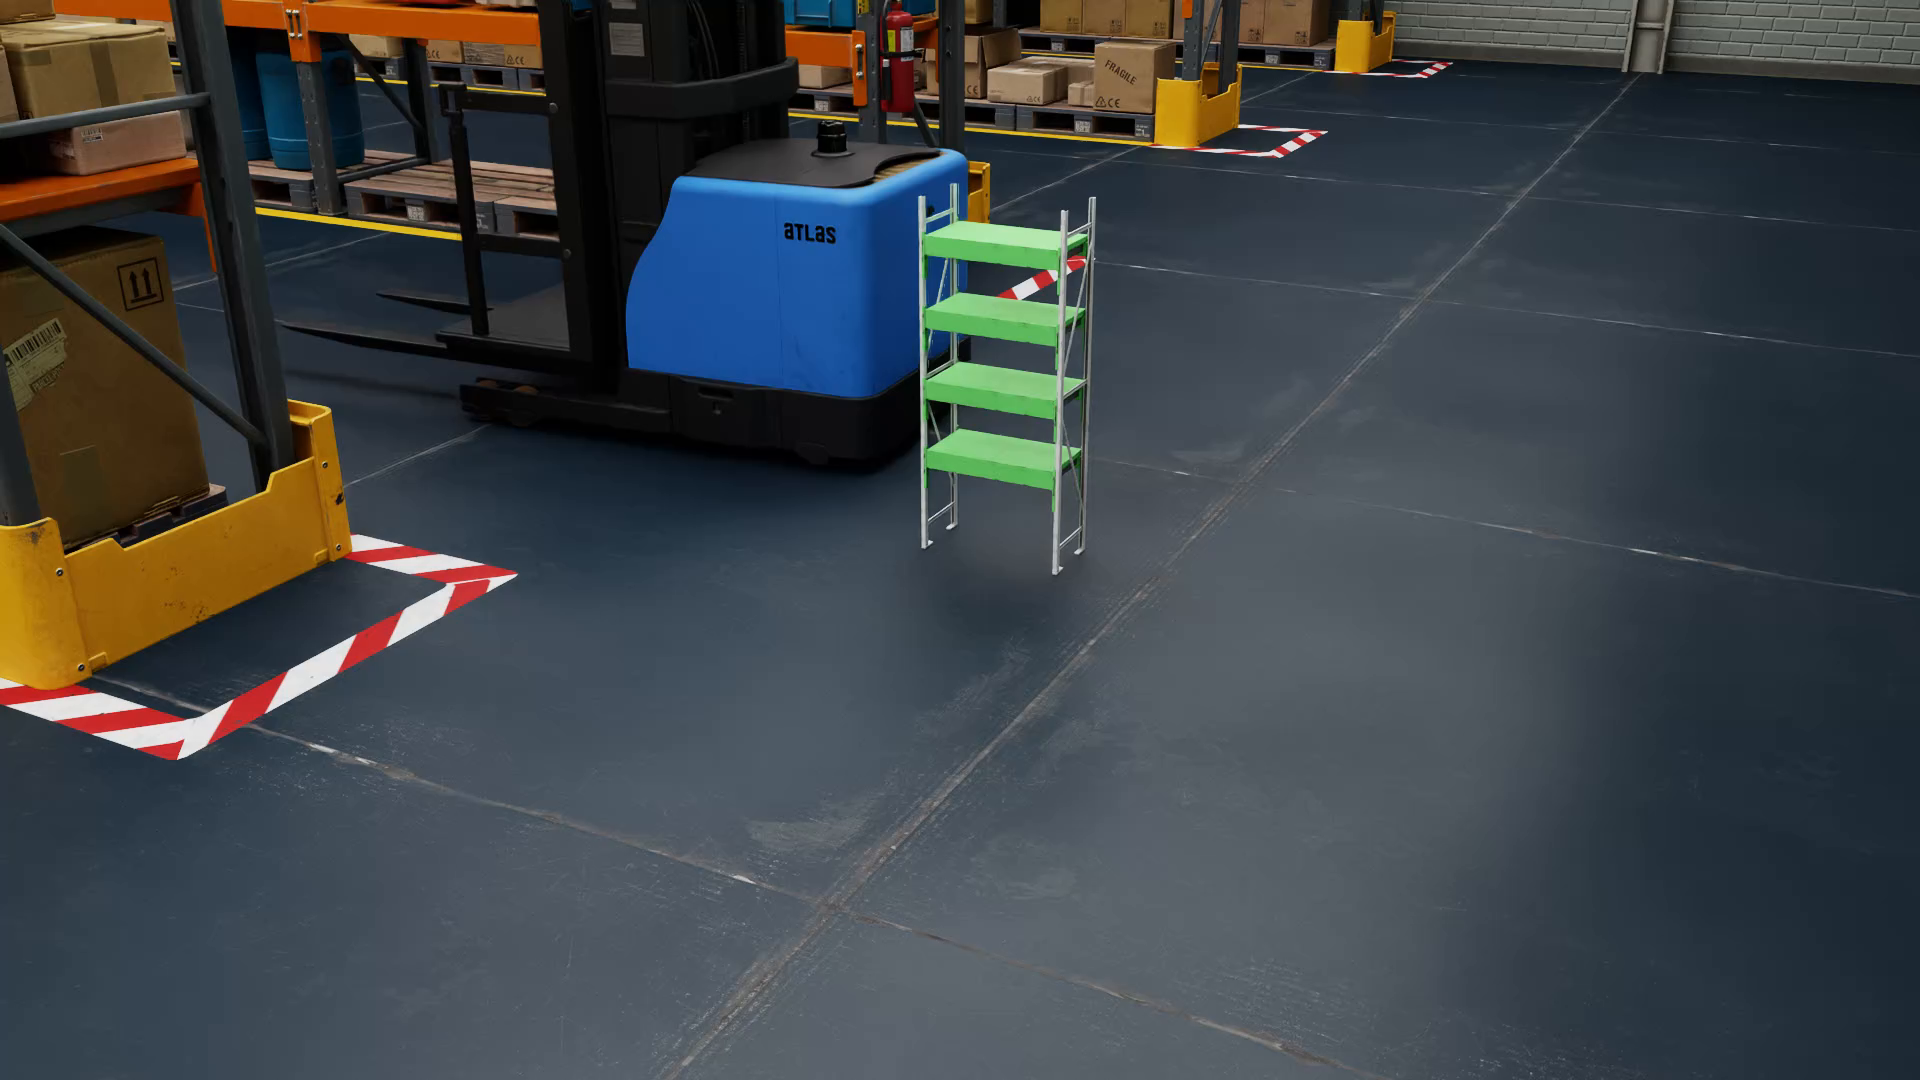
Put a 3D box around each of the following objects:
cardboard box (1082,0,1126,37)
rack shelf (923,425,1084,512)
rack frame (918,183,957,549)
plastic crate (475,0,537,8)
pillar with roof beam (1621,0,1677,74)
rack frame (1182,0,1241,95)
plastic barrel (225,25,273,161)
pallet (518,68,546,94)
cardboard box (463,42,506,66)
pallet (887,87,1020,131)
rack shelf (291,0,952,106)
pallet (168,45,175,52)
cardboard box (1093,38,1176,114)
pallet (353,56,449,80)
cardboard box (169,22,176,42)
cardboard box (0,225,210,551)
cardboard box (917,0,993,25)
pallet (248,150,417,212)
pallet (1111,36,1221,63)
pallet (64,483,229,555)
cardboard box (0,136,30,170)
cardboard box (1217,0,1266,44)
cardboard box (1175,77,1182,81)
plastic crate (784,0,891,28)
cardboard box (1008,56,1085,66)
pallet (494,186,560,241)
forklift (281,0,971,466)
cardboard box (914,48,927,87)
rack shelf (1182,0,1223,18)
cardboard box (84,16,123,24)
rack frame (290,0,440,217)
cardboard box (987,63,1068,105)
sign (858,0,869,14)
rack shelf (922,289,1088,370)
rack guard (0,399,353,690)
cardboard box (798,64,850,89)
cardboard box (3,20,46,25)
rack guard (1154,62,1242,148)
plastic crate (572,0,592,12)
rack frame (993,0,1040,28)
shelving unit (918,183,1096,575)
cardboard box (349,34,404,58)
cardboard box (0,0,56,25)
[{"bbox_3d":[1.718,-5.863,18.360,0.500,0.500,0.700,11,25,24],"label":"cardboard box"},{"bbox_3d":[0.148,-0.243,5.565,0.480,0.148,0.258,11,25,25],"label":"rack shelf"},{"bbox_3d":[-0.070,-0.566,5.548,0.015,1.200,0.240,11,25,25],"label":"rack frame"},{"bbox_3d":[-2.540,-3.257,9.649,0.530,0.282,0.437,11,25,25],"label":"plastic crate"},{"bbox_3d":[5.078,-7.454,11.778,0.400,9.000,9.100,11,25,25],"label":"pillar with roof beam"},{"bbox_3d":[1.988,-4.640,12.829,0.127,3.000,1.000,11,25,25],"label":"rack frame"},{"bbox_3d":[-4.929,-3.072,11.286,0.708,0.901,0.600,11,25,25],"label":"plastic barrel"},{"bbox_3d":[-3.417,-4.409,15.847,1.213,0.211,1.003,11,25,25],"label":"pallet"},{"bbox_3d":[-4.404,-4.835,15.917,0.500,0.500,0.500,10,25,23],"label":"cardboard box"},{"bbox_3d":[0.124,-3.727,14.244,1.213,0.211,1.003,11,25,25],"label":"pallet"},{"bbox_3d":[-2.035,-2.933,9.734,4.000,0.370,1.077,11,25,25],"label":"rack shelf"},{"bbox_3d":[-9.411,-5.631,18.722,1.213,0.211,1.003,11,25,25],"label":"pallet"},{"bbox_3d":[1.392,-3.703,13.255,0.500,0.500,0.500,11,25,25],"label":"cardboard box"},{"bbox_3d":[-5.868,-4.929,17.070,1.213,0.211,1.003,11,25,25],"label":"pallet"},{"bbox_3d":[-8.017,-5.439,17.683,0.500,0.250,0.500,12,26,26],"label":"cardboard box"},{"bbox_3d":[-3.092,-0.482,5.228,0.875,0.875,0.875,11,25,25],"label":"cardboard box"},{"bbox_3d":[0.012,-6.351,19.061,0.750,0.750,0.750,12,26,25],"label":"cardboard box"},{"bbox_3d":[-4.489,-2.485,11.324,1.213,0.211,1.003,11,25,25],"label":"pallet"},{"bbox_3d":[2.387,-5.418,18.220,1.213,0.211,1.003,11,25,25],"label":"pallet"},{"bbox_3d":[-3.233,-0.012,5.508,1.213,0.211,1.003,11,25,25],"label":"pallet"},{"bbox_3d":[-2.882,-1.288,5.268,0.250,0.149,0.380,11,25,24],"label":"cardboard box"},{"bbox_3d":[3.104,-5.591,17.722,0.500,0.500,0.700,11,25,24],"label":"cardboard box"},{"bbox_3d":[1.770,-3.725,13.757,0.250,0.149,0.380,11,25,25],"label":"cardboard box"},{"bbox_3d":[-0.633,-2.949,8.729,0.499,0.435,0.616,11,25,25],"label":"plastic crate"},{"bbox_3d":[0.739,-3.949,14.155,0.500,0.250,0.500,11,25,25],"label":"cardboard box"},{"bbox_3d":[-2.053,-2.003,10.190,1.213,0.211,1.003,11,25,25],"label":"pallet"},{"bbox_3d":[-1.520,-1.994,6.692,3.031,2.935,1.130,10,25,21],"label":"forklift"},{"bbox_3d":[-0.275,-4.178,14.615,0.500,0.311,0.500,11,25,25],"label":"cardboard box"},{"bbox_3d":[0.204,-4.663,13.800,4.000,0.370,1.077,11,25,25],"label":"rack shelf"},{"bbox_3d":[-9.233,-5.693,18.280,0.500,0.250,0.500,11,25,25],"label":"cardboard box"},{"bbox_3d":[-3.820,-3.617,10.423,0.127,3.000,1.000,11,25,25],"label":"rack frame"},{"bbox_3d":[0.558,-3.766,13.723,0.500,0.250,0.500,11,25,25],"label":"cardboard box"},{"bbox_3d":[-0.484,-2.791,8.272,0.005,0.325,0.100,11,25,25],"label":"sign"},{"bbox_3d":[0.148,-0.685,5.378,0.480,0.148,0.258,11,25,25],"label":"rack shelf"},{"bbox_3d":[-2.463,-0.027,5.174,0.348,0.500,1.175,11,25,25],"label":"rack guard"},{"bbox_3d":[-1.304,-4.162,14.578,0.500,0.311,0.500,11,25,25],"label":"cardboard box"},{"bbox_3d":[-3.258,-1.518,5.297,0.500,0.250,0.500,11,25,24],"label":"cardboard box"},{"bbox_3d":[1.921,-3.504,13.350,0.348,0.500,1.175,11,25,25],"label":"rack guard"},{"bbox_3d":[-2.198,-3.135,9.426,0.300,0.233,0.416,11,25,25],"label":"plastic crate"},{"bbox_3d":[0.651,-7.077,18.559,0.127,3.000,1.000,11,25,25],"label":"rack frame"},{"bbox_3d":[0.148,-0.523,5.446,0.503,1.200,0.258,11,25,25],"label":"shelving unit"},{"bbox_3d":[-5.731,-4.989,16.625,0.500,0.250,0.500,12,26,26],"label":"cardboard box"},{"bbox_3d":[-3.237,-1.862,5.148,0.500,0.500,0.500,11,25,23],"label":"cardboard box"}]
